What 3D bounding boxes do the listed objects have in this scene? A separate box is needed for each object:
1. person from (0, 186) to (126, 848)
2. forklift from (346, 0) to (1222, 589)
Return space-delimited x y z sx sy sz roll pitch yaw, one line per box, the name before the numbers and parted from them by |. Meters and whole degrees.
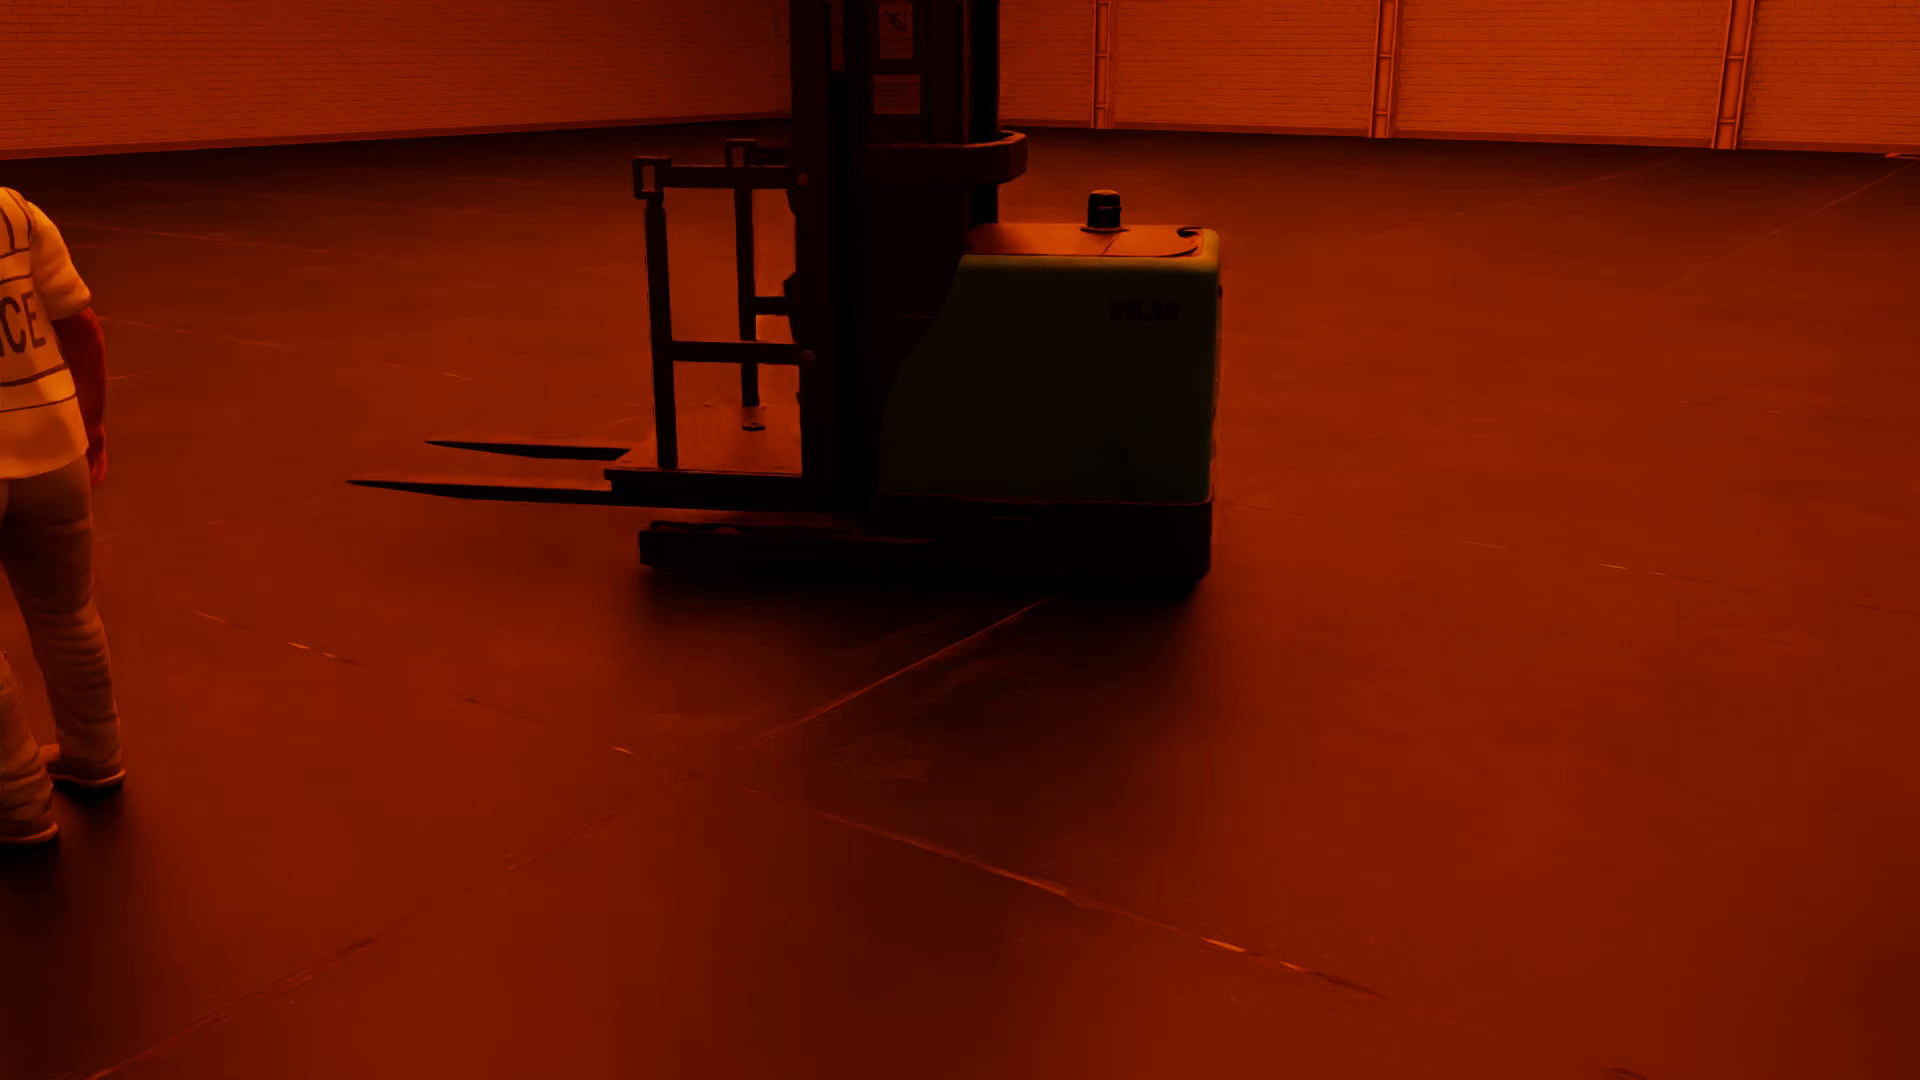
person | -2.145 -0.155 3.555 0.528 1.672 0.608 11 20 31
forklift | -0.625 -1.427 5.605 3.031 2.935 1.130 3 17 9
